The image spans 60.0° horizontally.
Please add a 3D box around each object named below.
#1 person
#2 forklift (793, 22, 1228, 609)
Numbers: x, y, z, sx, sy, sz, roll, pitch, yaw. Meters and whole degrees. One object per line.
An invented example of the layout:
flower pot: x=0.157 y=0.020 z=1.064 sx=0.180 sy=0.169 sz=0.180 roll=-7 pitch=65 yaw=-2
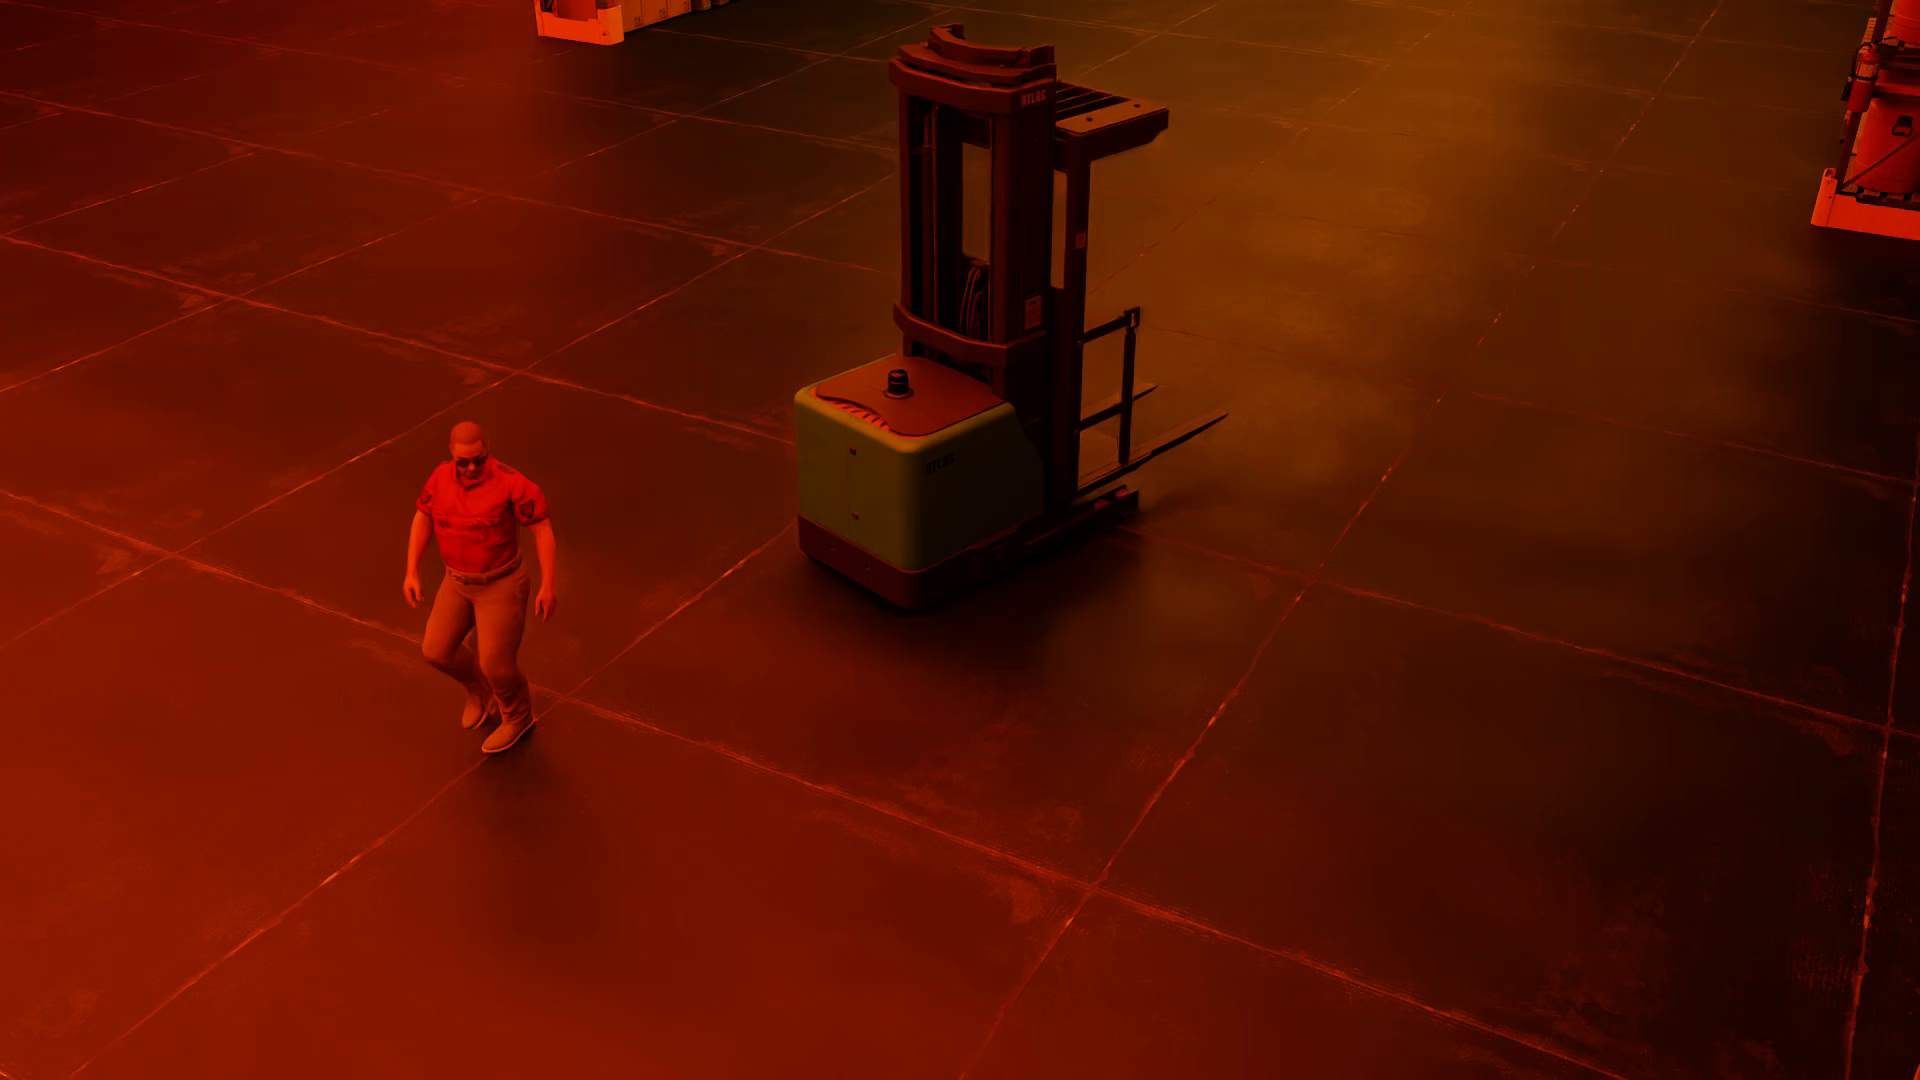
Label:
person: x=-2.240 y=0.247 z=7.908 sx=0.801 sy=1.724 sz=0.479 roll=14 pitch=33 yaw=22
forklift: x=0.459 y=-1.515 z=9.696 sx=3.031 sy=2.935 sz=1.130 roll=-26 pitch=39 yaw=-37
